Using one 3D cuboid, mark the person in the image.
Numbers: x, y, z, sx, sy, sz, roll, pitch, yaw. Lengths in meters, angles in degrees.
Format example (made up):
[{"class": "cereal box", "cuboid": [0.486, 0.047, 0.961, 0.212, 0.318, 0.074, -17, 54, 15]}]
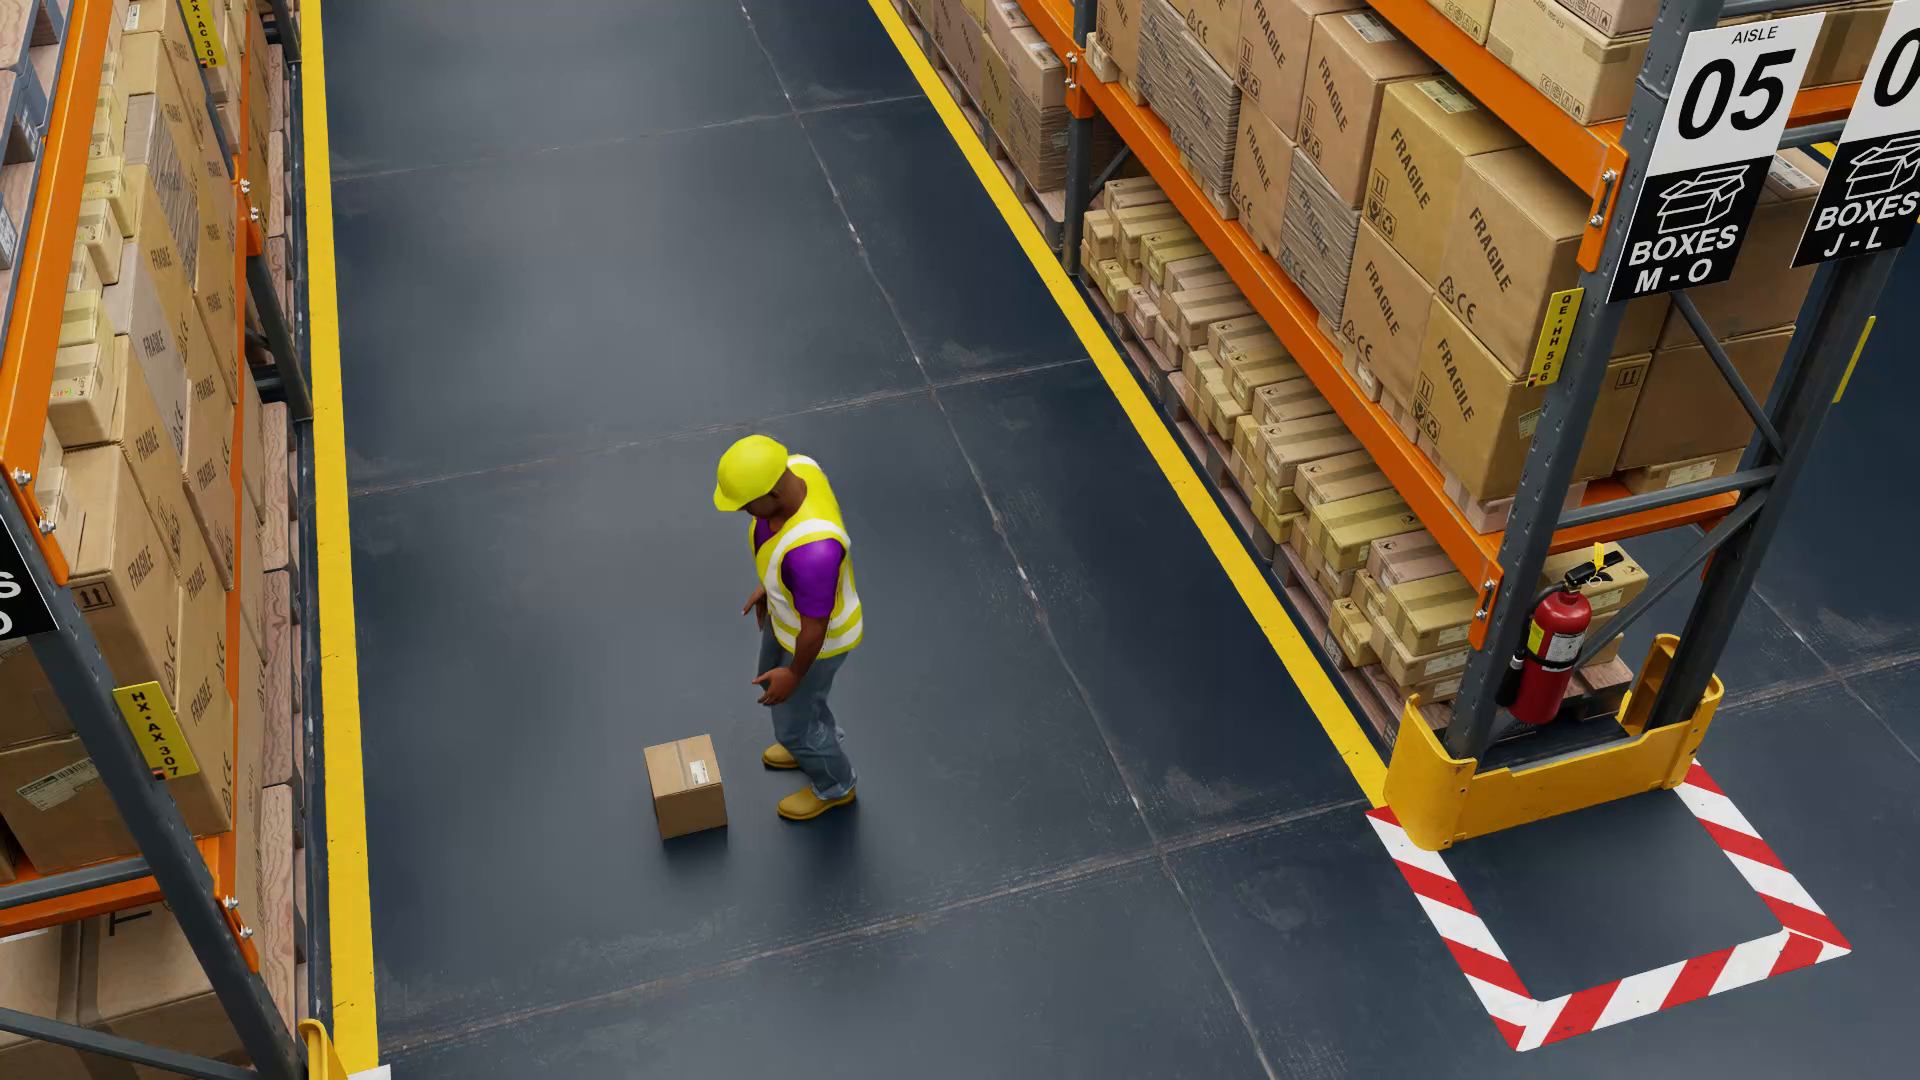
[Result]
[{"class": "person", "cuboid": [-0.575, 0.309, 5.838, 0.453, 1.715, 0.591, -11, 43, -12]}]
